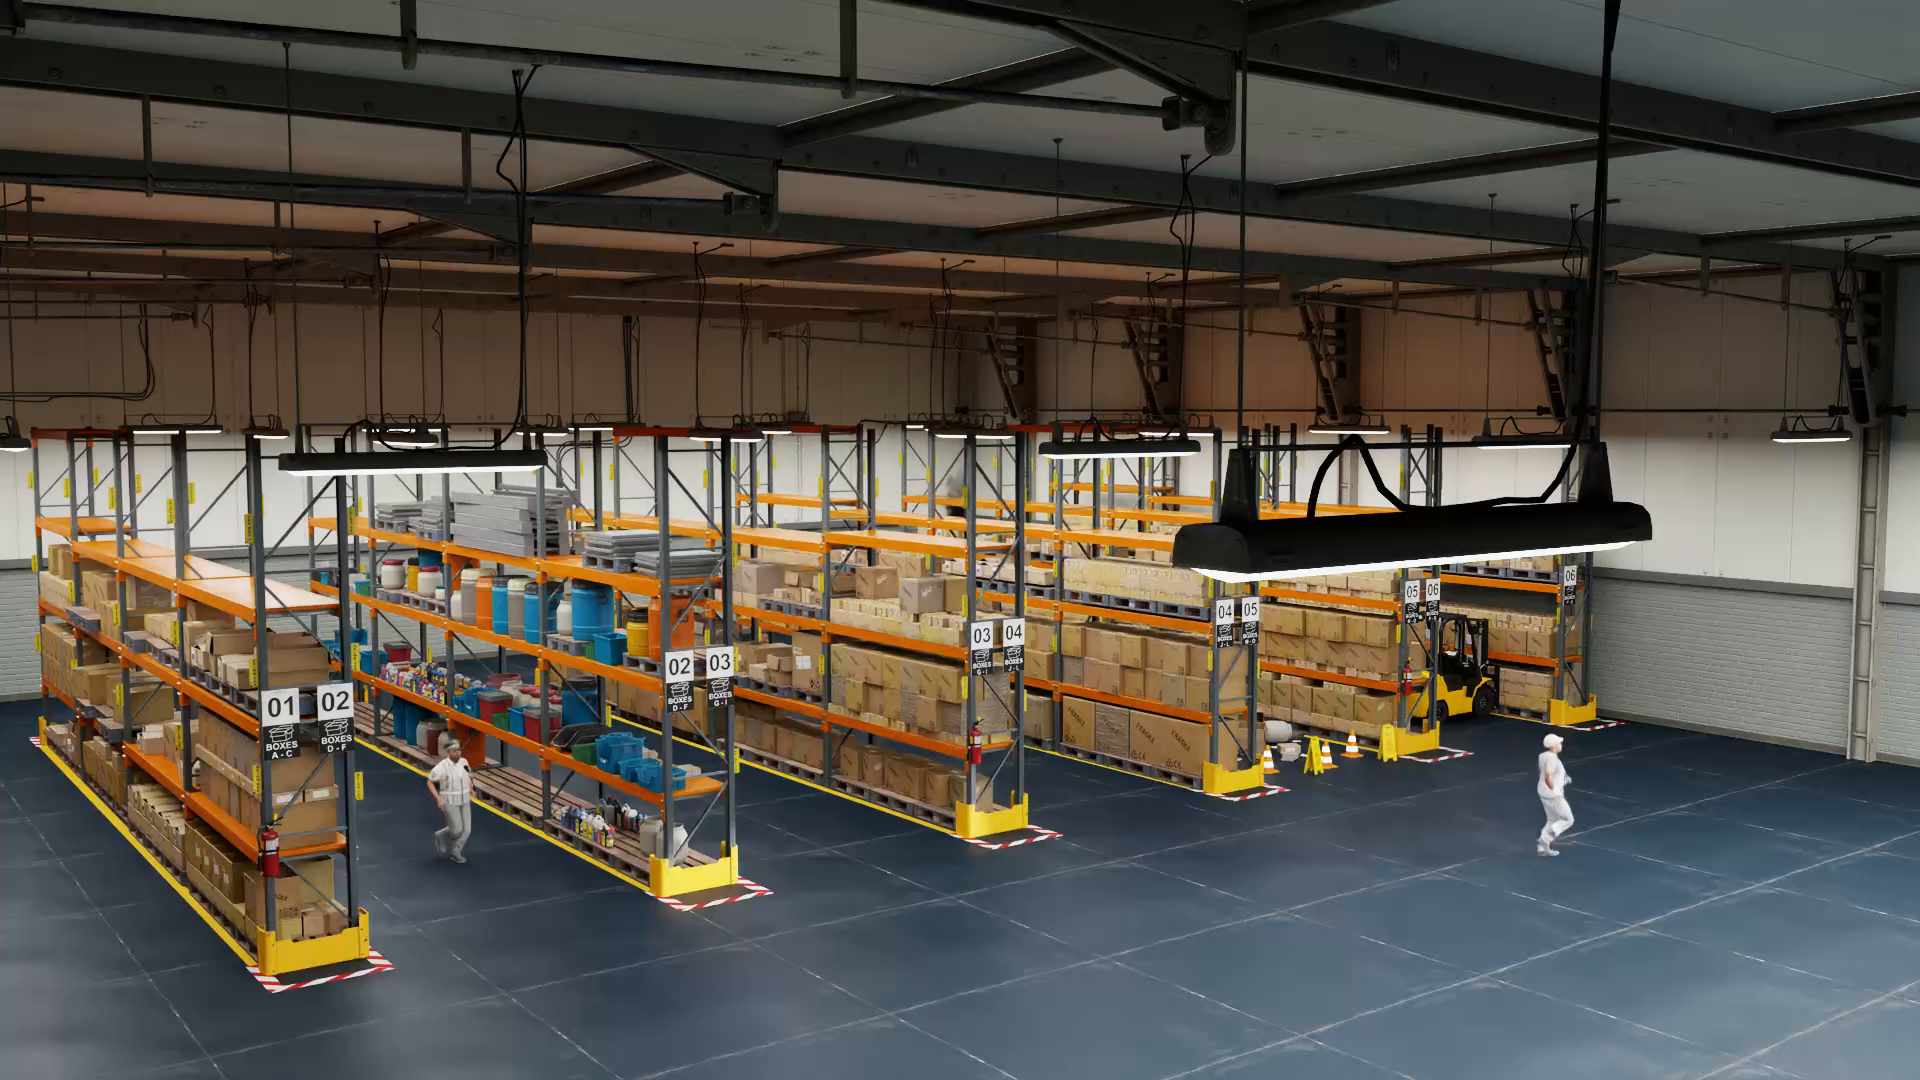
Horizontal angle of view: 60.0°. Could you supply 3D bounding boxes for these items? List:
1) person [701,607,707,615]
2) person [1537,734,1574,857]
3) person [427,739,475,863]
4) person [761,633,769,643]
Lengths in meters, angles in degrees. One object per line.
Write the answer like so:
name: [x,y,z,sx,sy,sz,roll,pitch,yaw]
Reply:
person: [-6.213,2.339,40.343,0.645,1.646,0.674,1,5,14]
person: [8.436,3.613,23.503,0.566,1.749,0.665,0,4,-1]
person: [-7.057,3.644,23.241,0.599,1.741,0.672,4,6,40]
person: [-4.022,2.790,34.209,0.686,1.738,0.638,4,6,42]
